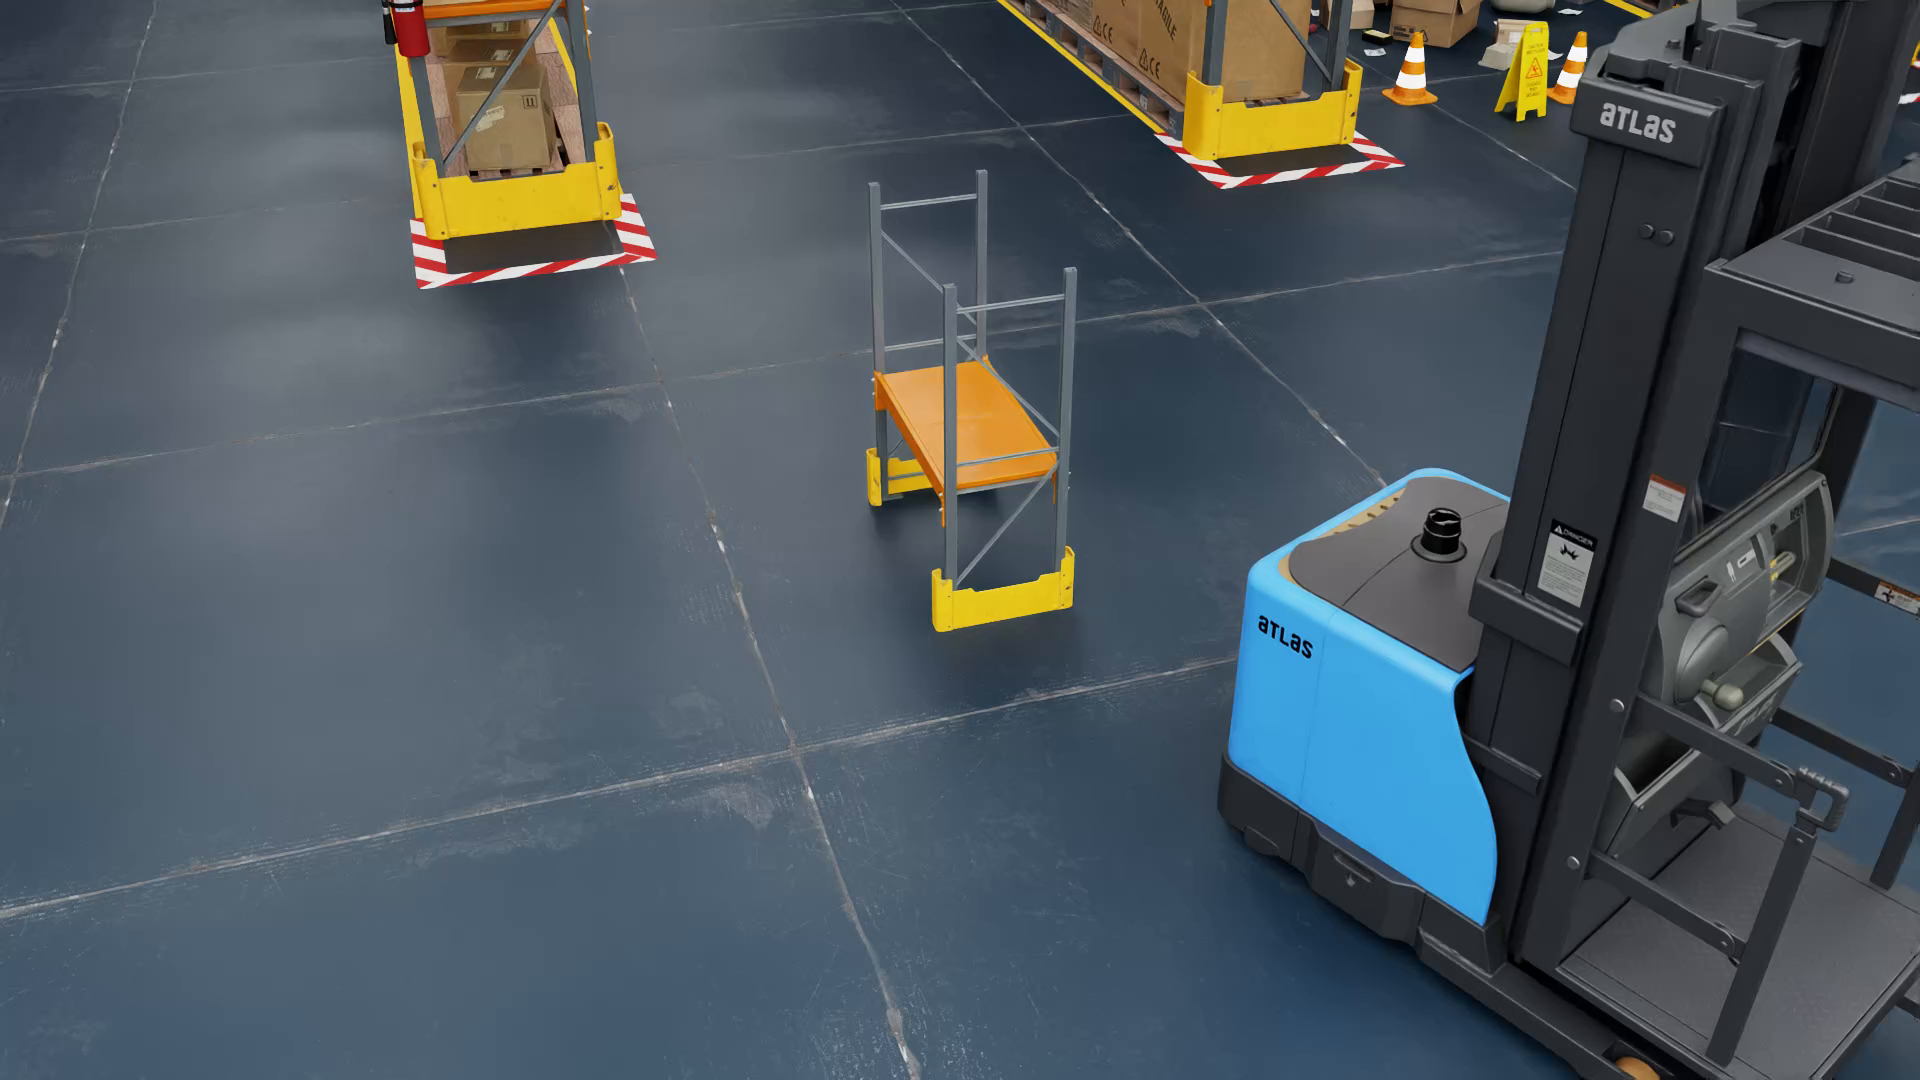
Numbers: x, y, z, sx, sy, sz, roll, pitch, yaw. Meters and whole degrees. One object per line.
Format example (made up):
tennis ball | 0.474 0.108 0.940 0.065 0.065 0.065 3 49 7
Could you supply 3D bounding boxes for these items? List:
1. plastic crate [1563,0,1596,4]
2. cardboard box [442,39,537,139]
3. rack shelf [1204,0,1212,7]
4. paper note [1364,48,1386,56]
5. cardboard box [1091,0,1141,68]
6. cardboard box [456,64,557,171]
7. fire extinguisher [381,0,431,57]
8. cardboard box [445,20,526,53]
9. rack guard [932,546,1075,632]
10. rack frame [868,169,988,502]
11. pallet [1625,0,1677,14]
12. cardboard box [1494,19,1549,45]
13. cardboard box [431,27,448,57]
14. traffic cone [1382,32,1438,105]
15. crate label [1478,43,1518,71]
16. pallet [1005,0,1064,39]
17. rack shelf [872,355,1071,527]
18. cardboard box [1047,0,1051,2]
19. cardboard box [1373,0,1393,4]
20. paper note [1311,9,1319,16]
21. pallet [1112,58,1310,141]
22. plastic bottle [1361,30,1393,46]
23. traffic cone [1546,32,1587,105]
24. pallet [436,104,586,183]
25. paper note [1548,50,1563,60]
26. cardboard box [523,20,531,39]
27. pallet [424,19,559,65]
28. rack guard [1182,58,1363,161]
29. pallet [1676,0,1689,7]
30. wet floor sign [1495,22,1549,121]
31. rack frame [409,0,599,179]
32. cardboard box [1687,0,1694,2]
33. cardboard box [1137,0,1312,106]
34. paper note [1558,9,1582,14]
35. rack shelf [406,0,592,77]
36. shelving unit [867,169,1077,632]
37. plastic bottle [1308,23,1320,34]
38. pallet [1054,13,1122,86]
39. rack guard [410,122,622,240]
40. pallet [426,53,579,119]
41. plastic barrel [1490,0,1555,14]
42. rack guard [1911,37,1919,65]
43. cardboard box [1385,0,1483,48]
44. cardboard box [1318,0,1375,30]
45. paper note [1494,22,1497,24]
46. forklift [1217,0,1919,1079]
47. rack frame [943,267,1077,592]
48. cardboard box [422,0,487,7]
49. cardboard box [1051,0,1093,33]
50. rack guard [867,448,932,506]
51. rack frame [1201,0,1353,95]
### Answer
plastic crate | 5.254 -4.776 14.405 0.402 0.080 0.583 -23 40 -31
cardboard box | -3.051 -2.960 10.896 0.500 0.500 0.500 -1 33 -2
rack shelf | 1.483 -4.720 12.325 1.077 0.370 4.000 -10 35 -15
paper note | 3.245 -3.818 13.002 0.144 0.017 0.142 1 33 2
cardboard box | 1.553 -4.066 12.228 0.875 0.875 0.875 -11 35 -15
cardboard box | -2.836 -2.652 10.430 0.500 0.500 0.500 -4 34 -6
fire extinguisher | -3.065 -3.020 9.169 0.296 0.674 0.183 -10 35 -15
cardboard box | -3.223 -3.292 11.398 0.500 0.500 0.500 -7 34 -10
rack guard | 0.175 0.197 6.725 0.587 0.250 0.087 -10 35 -15
rack frame | -0.129 -0.848 7.173 0.500 1.500 0.032 -10 35 -15
pallet | 6.171 -4.804 14.329 1.003 0.211 1.213 -10 35 -15
cardboard box | 4.453 -4.015 13.191 0.380 0.149 0.250 7 34 10
cardboard box | -3.615 -3.906 12.326 0.500 0.500 0.500 0 33 1
traffic cone | 3.284 -3.430 12.020 0.336 0.463 0.334 -10 35 -15
crate label | 4.165 -3.708 12.737 0.298 0.136 0.250 27 42 34
pallet | 1.031 -4.495 13.861 1.003 0.211 1.213 -10 35 -15
rack shelf | 0.026 -0.431 6.868 0.538 0.185 1.000 -10 35 -15
cardboard box | 0.998 -5.017 13.668 0.875 0.875 0.875 -9 35 -14
cardboard box | 3.537 -4.857 14.021 0.797 0.637 0.503 -10 35 -15
paper note | 3.030 -4.423 13.923 0.172 0.023 0.155 1 33 2
pallet | 1.775 -3.214 11.922 1.003 0.211 1.213 -10 35 -15
plastic bottle | 3.307 -4.021 13.279 0.133 0.061 0.283 -23 40 -31
traffic cone | 4.464 -3.441 12.038 0.336 0.463 0.334 -10 35 -15
pallet | -2.898 -2.498 10.839 1.003 0.211 1.213 -10 35 -15
paper note | 4.593 -3.779 12.941 0.148 0.019 0.142 -23 40 -31
cardboard box | -3.351 -3.593 11.853 0.500 0.500 0.500 -13 36 -19
pallet | -3.643 -3.779 12.778 1.003 0.211 1.213 -10 35 -15
rack guard | 2.101 -2.915 11.208 1.175 0.500 0.348 -10 35 -15
pallet | 6.539 -4.165 13.361 1.003 0.211 1.213 -10 35 -15
wet floor sign | 3.988 -3.306 11.668 0.267 0.644 0.232 -16 37 -23
rack frame | -2.661 -3.189 9.356 1.000 3.000 0.127 -10 35 -15
cardboard box | 6.123 -4.536 13.507 0.500 0.250 0.500 -10 35 -15
cardboard box | 1.824 -3.604 11.530 0.875 0.875 0.875 -10 35 -14
paper note | 5.113 -4.429 13.926 0.142 0.019 0.148 -23 40 -31
rack shelf | -3.271 -3.939 11.143 1.077 0.370 4.000 -10 35 -15
shelving unit | 0.023 -0.586 6.776 0.587 1.500 1.083 -10 35 -15
plastic bottle | 2.778 -4.139 13.458 0.283 0.061 0.133 -23 40 -31
pallet | 1.406 -3.853 12.890 1.003 0.211 1.213 -10 35 -15
rack guard | -2.684 -2.186 10.105 1.175 0.500 0.348 -10 35 -15
pallet | -3.267 -3.138 11.807 1.003 0.211 1.213 -10 35 -15
plastic barrel | 4.705 -4.611 13.844 0.512 0.421 0.421 13 36 18
rack guard | 6.753 -3.853 12.627 1.175 0.500 0.348 -10 35 -15
cardboard box | 3.830 -4.311 13.317 0.637 0.503 0.797 19 38 26
cardboard box | 3.152 -4.337 13.573 0.396 0.266 0.258 -4 34 -6
paper note | 4.476 -4.245 13.657 0.148 0.019 0.142 1 33 2
forklift | 2.237 0.187 4.309 1.130 2.935 3.031 -26 41 -34
rack frame | 0.181 -0.314 6.365 0.500 1.500 0.032 -10 35 -15
cardboard box | -2.945 -3.200 9.599 0.380 0.149 0.250 -10 35 -15
cardboard box | 1.277 -4.545 12.953 0.875 0.875 0.875 -10 35 -14
rack guard | -0.129 -0.326 7.516 0.587 0.250 0.087 -10 35 -15
rack frame | 2.093 -3.970 10.538 1.000 3.000 0.127 -10 35 -15
